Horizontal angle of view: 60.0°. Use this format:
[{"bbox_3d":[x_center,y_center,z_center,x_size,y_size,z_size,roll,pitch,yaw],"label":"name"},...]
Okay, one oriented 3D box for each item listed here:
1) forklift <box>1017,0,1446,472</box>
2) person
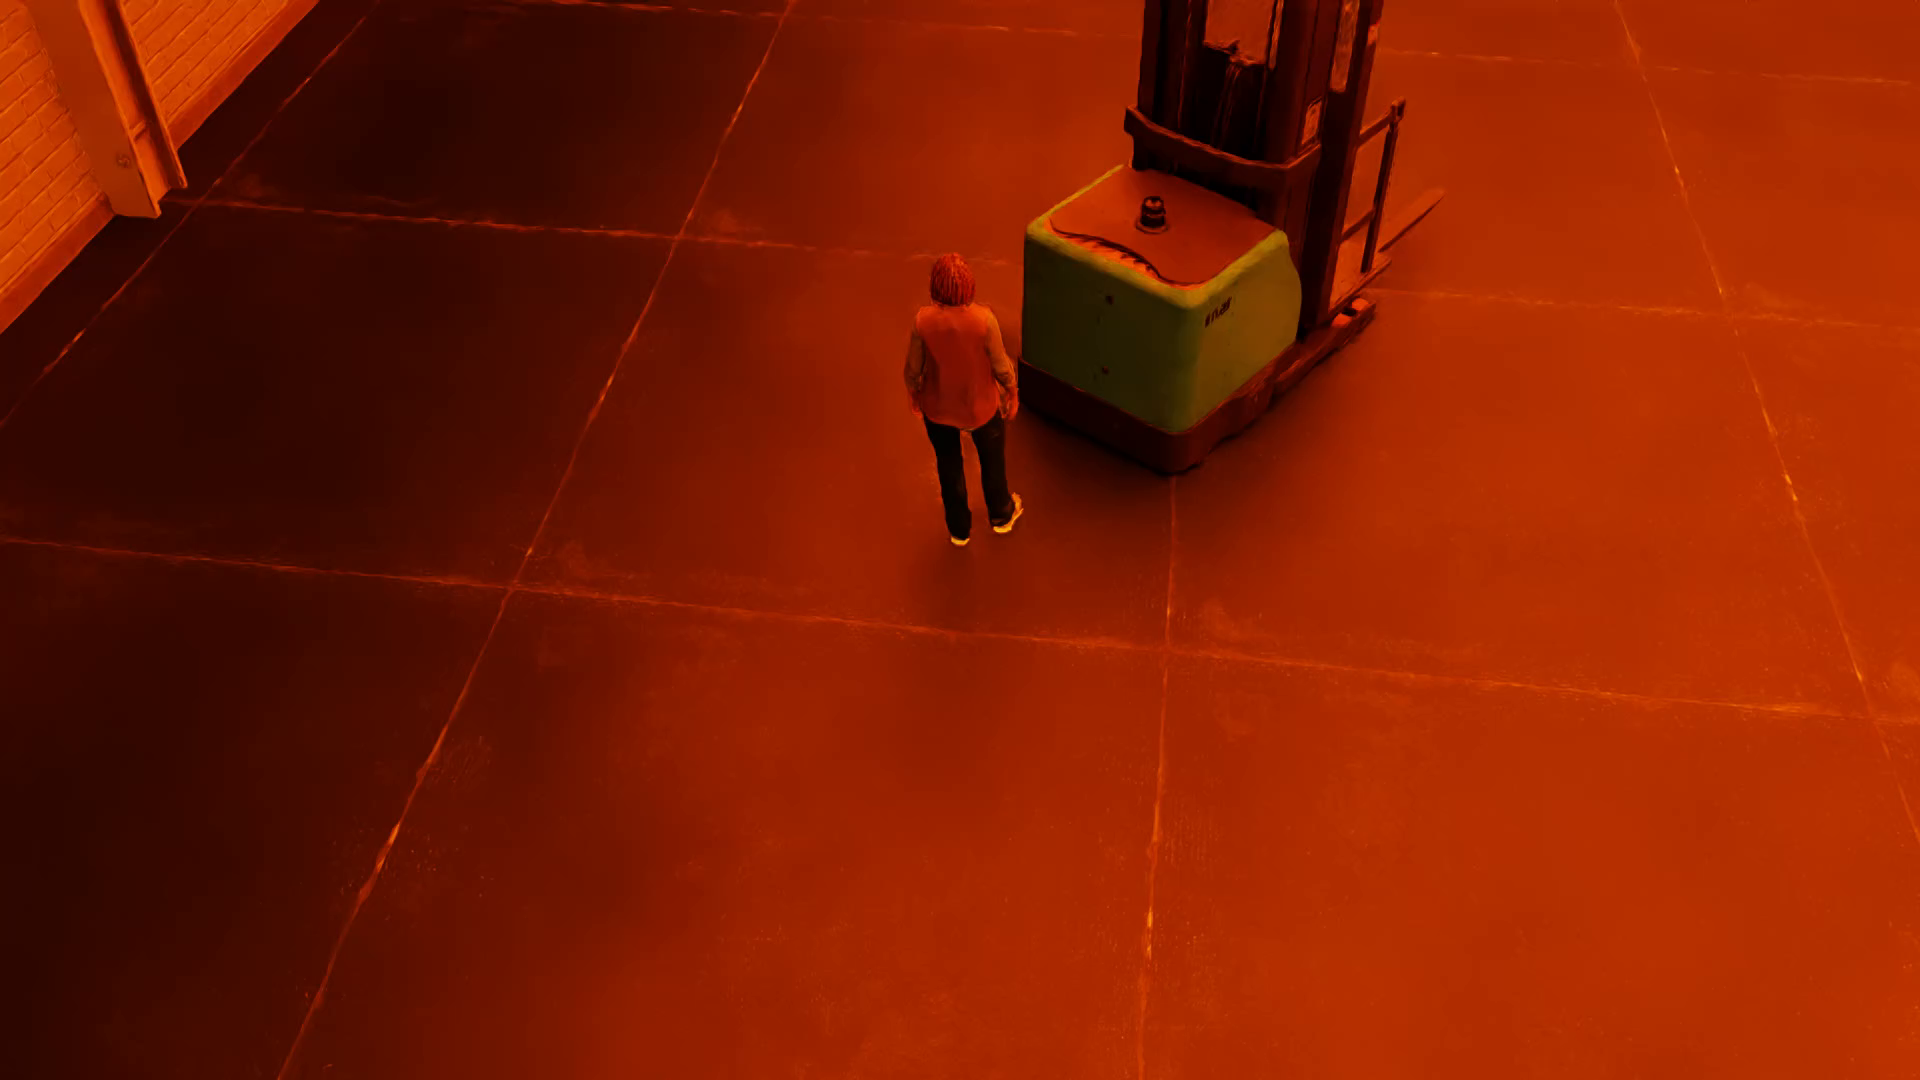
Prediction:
[{"bbox_3d":[1.631,-2.340,8.272,1.130,2.935,3.031,30,50,28],"label":"forklift"},{"bbox_3d":[0.023,-0.642,7.399,0.520,1.597,0.474,5,43,6],"label":"person"}]
